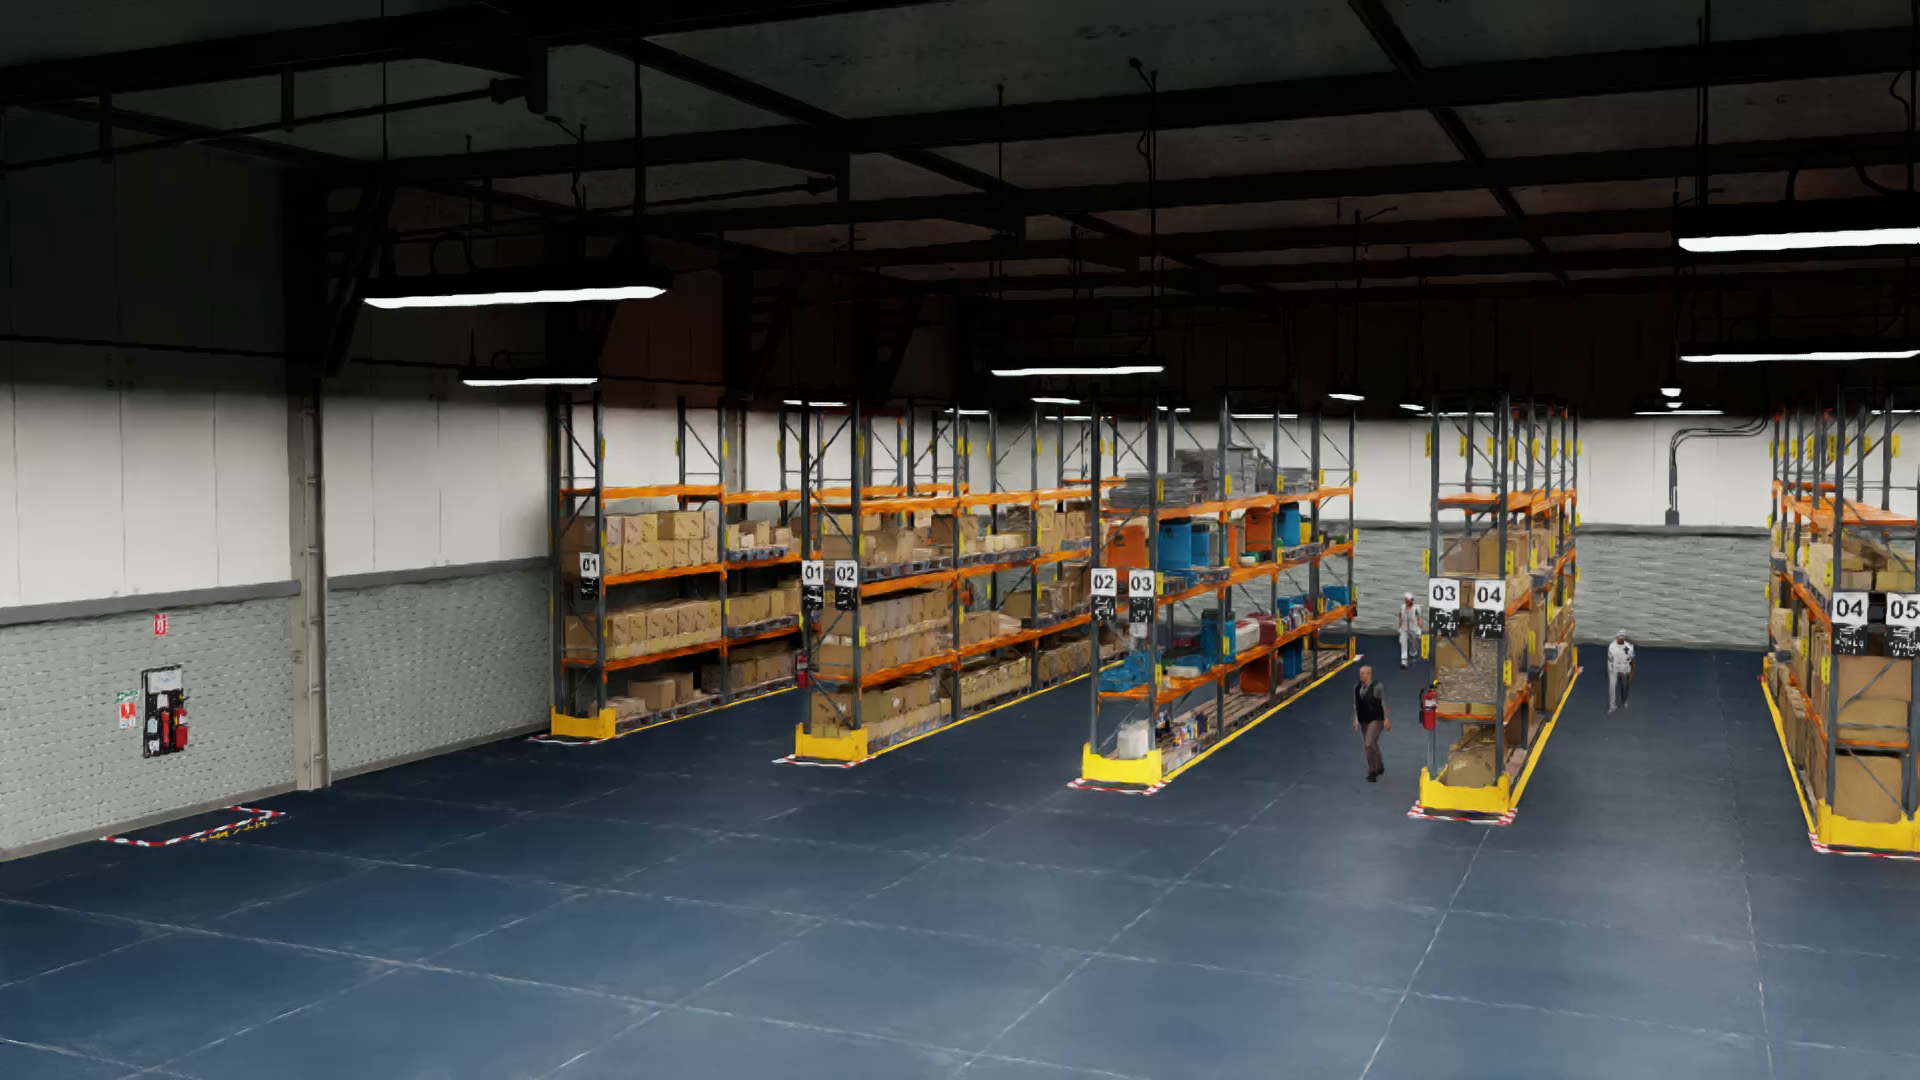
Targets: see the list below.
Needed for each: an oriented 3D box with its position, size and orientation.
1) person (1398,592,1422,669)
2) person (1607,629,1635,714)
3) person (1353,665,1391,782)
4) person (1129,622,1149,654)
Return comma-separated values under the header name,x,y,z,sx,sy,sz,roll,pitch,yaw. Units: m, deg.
name,x,y,z,sx,sy,sz,roll,pitch,yaw
person,10.230,2.046,37.802,0.539,1.736,1.044,1,3,23
person,12.462,2.465,31.353,0.481,1.583,1.093,1,3,21
person,6.242,2.763,25.229,0.554,1.748,0.564,-2,4,-33
person,3.988,2.103,37.008,0.591,1.716,1.042,1,3,23
